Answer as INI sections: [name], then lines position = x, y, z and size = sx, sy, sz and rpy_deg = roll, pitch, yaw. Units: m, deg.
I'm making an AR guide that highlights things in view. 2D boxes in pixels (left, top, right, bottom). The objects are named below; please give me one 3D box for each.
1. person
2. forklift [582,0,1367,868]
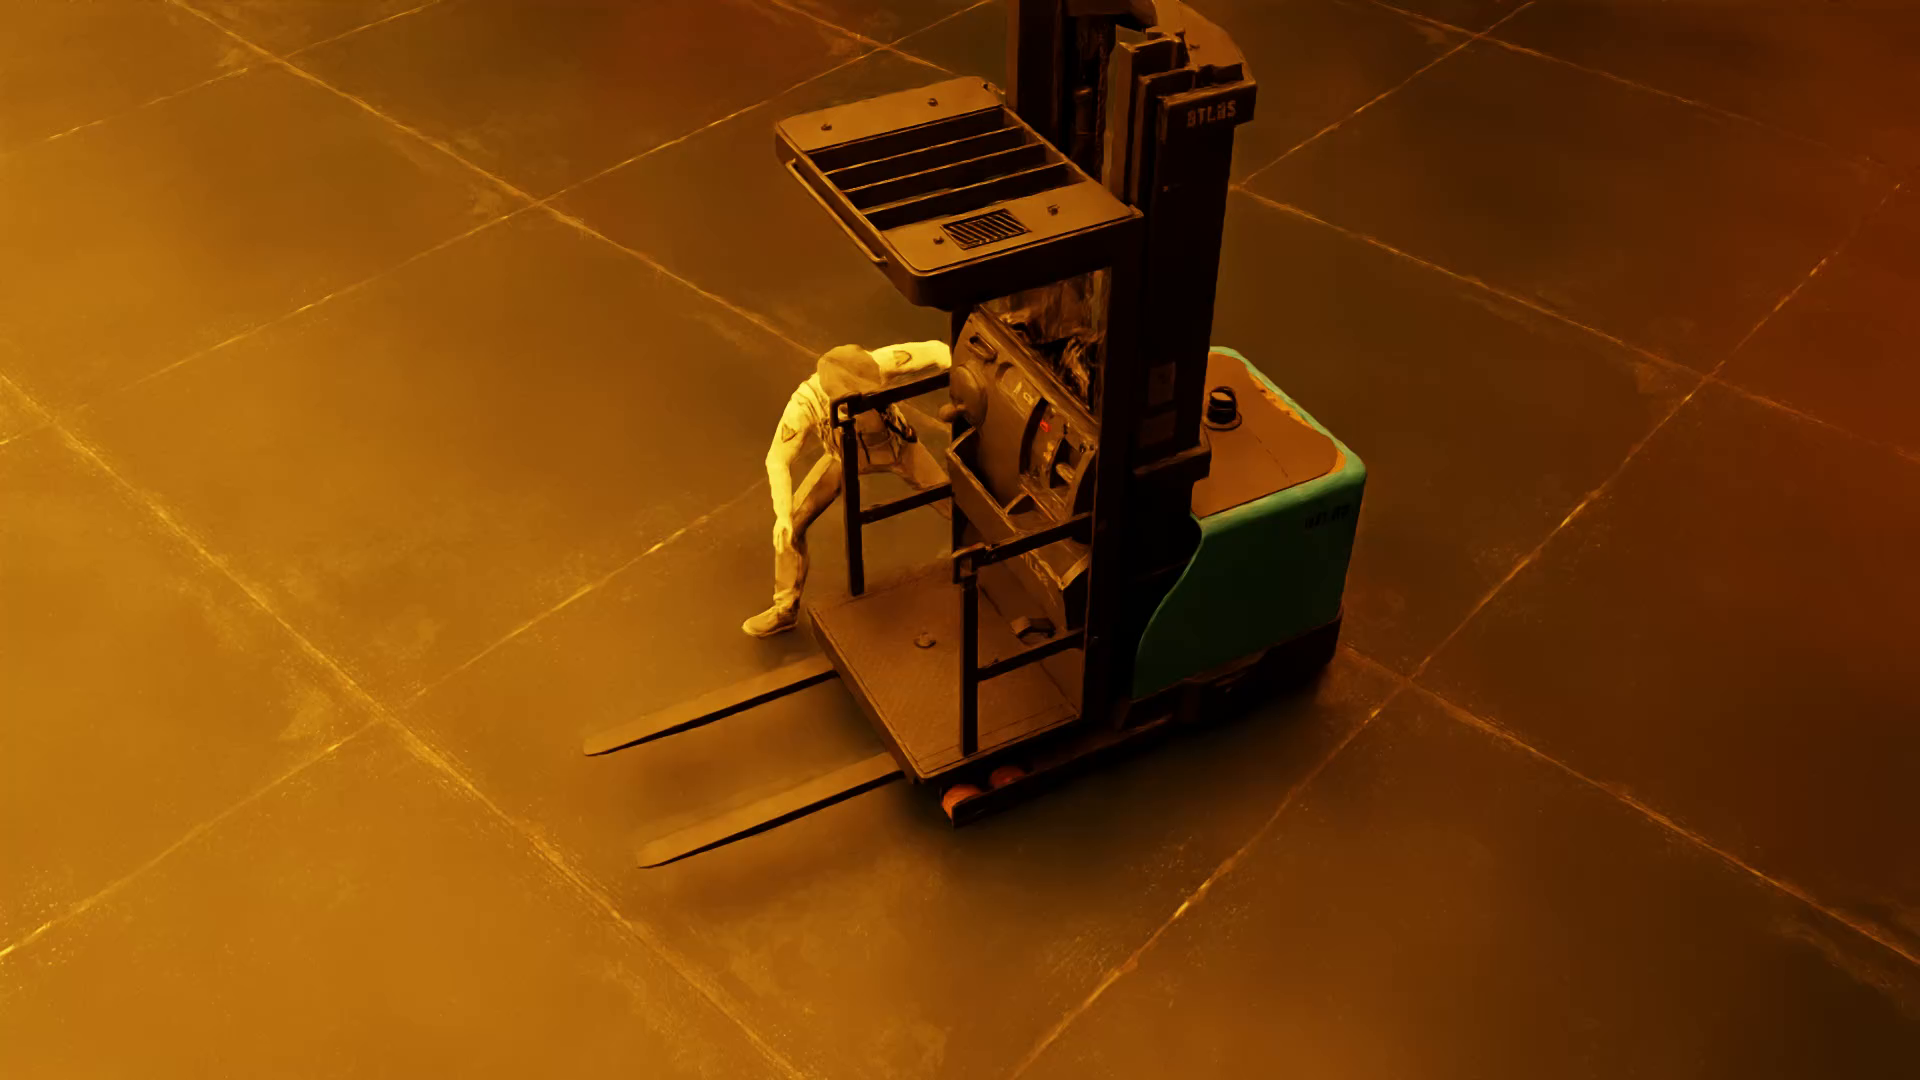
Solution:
[person]
position = -0.339, -0.299, 6.941
size = 1.230, 1.380, 0.703
rpy_deg = -4, 41, -4
[forklift]
position = 0.035, -0.416, 5.913
size = 3.031, 2.935, 1.130
rpy_deg = -19, 44, -21
